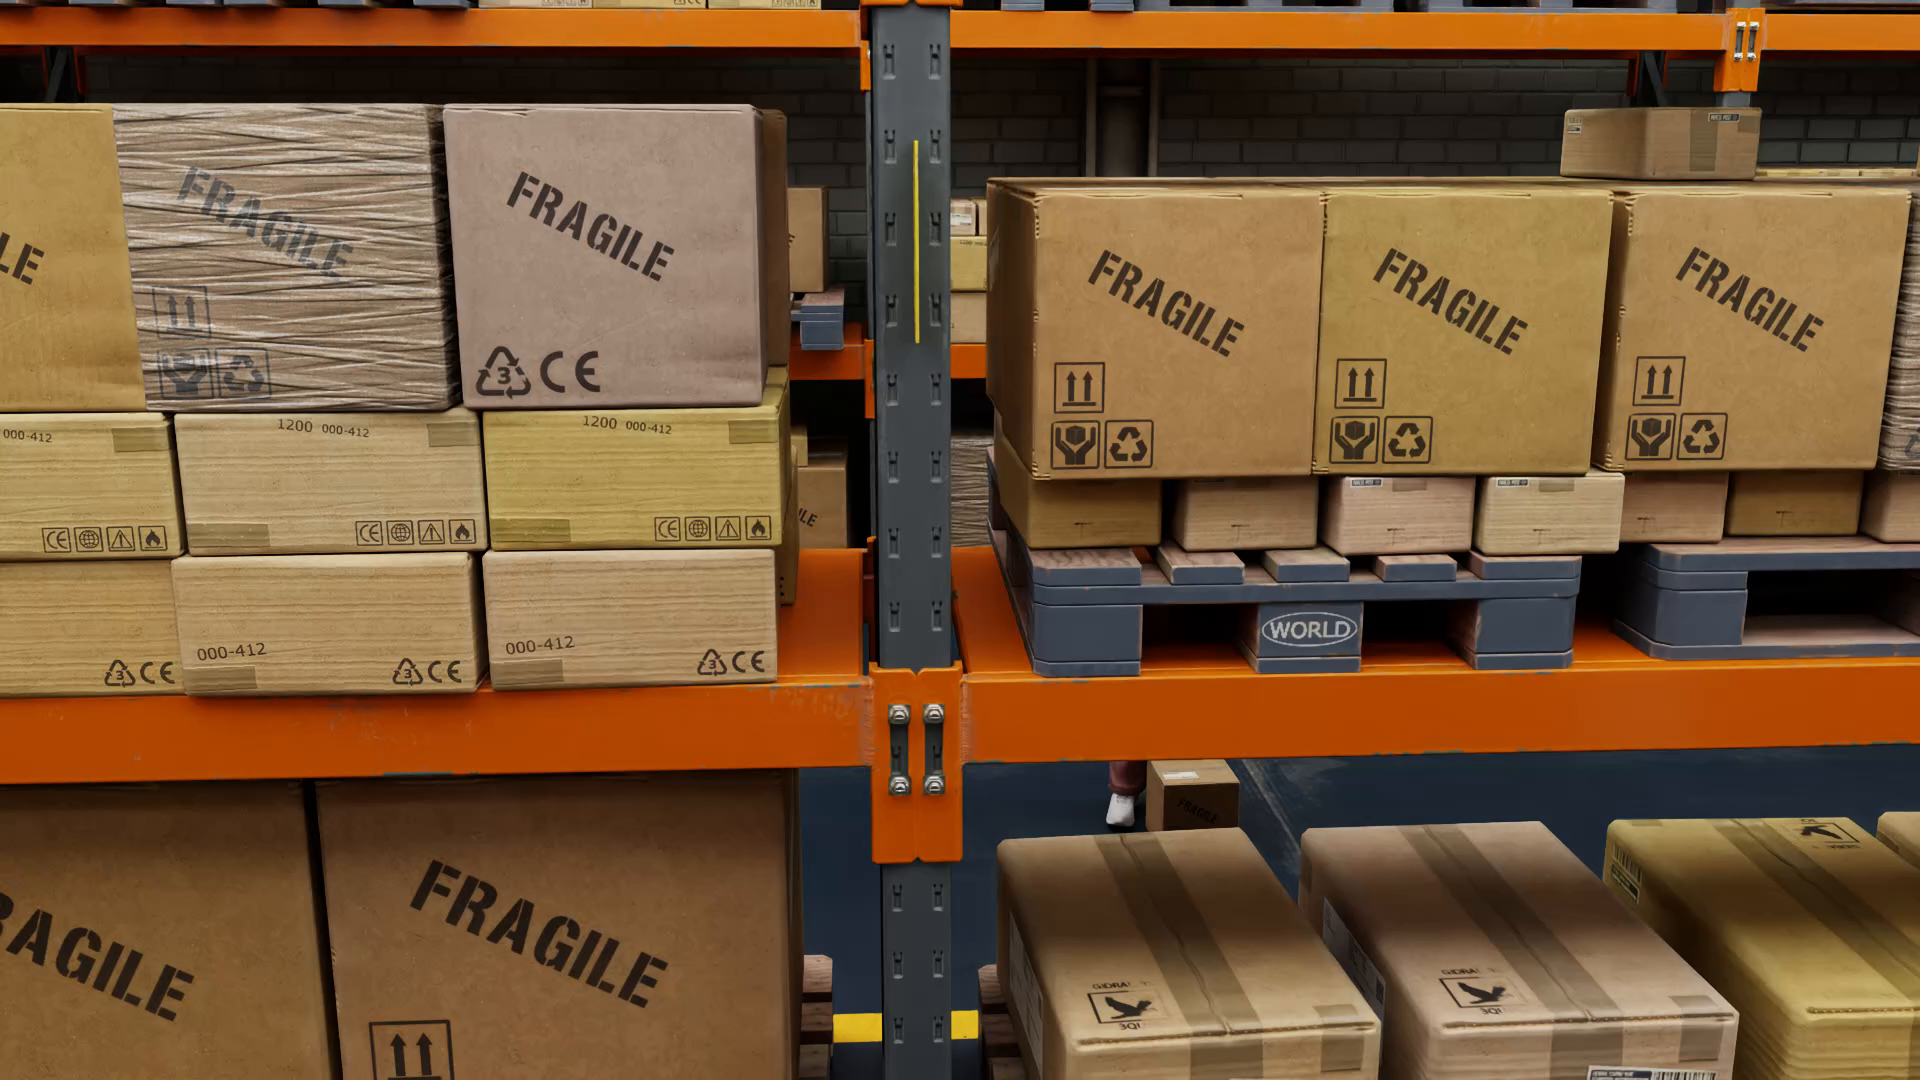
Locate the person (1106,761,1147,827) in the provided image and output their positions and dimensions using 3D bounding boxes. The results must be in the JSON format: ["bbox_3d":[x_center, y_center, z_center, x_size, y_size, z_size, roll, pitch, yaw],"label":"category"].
[{"bbox_3d":[0.734,0.118,5.513,0.510,1.671,0.367,-2,14,-6],"label":"person"}]
